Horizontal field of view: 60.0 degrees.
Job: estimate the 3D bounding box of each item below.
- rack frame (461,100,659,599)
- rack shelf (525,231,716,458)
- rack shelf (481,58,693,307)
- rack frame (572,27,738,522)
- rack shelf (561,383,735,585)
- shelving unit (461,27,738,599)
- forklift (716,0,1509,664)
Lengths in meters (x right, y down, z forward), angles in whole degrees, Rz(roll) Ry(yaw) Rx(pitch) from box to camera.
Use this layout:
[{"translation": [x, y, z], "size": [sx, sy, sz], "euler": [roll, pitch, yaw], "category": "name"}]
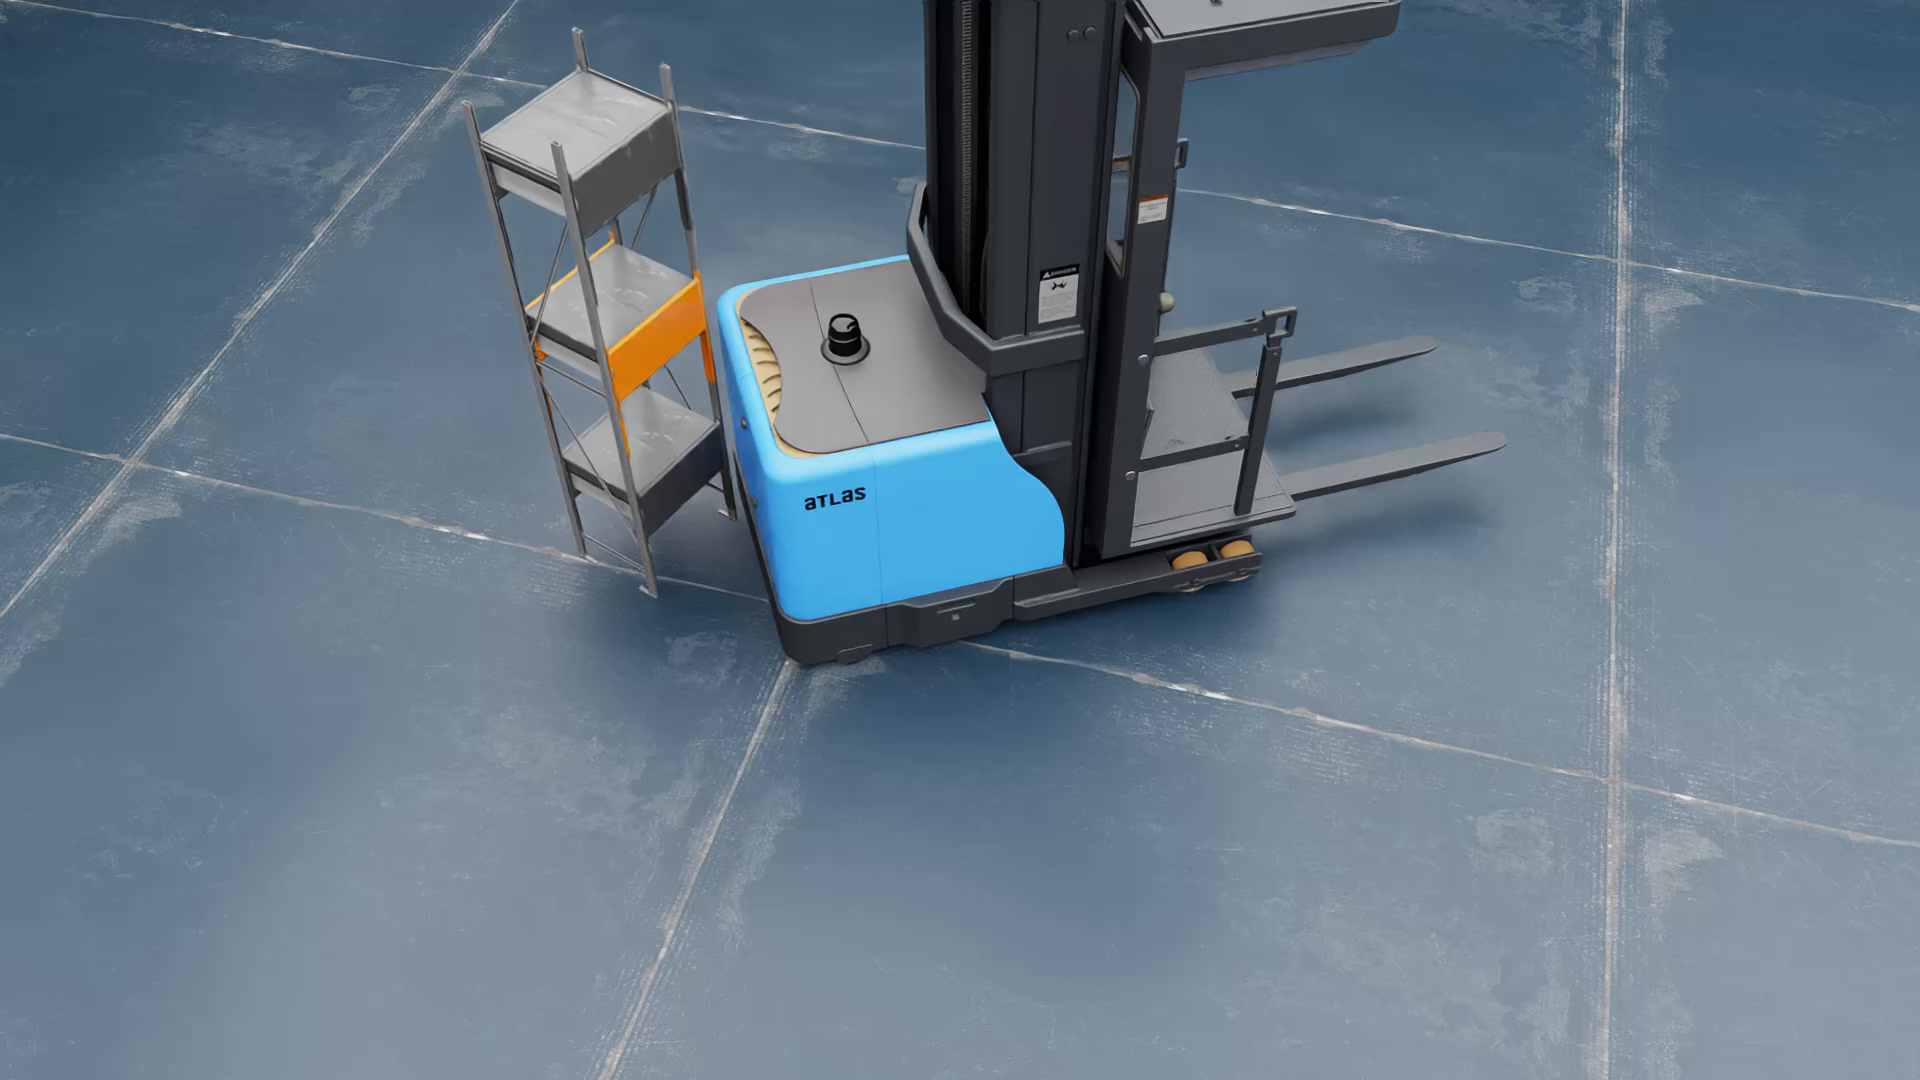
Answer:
[{"translation": [-1.343, -0.552, 5.755], "size": [0.400, 2.100, 0.015], "euler": [27, 54, 22], "category": "rack frame"}, {"translation": [-1.206, -0.694, 5.899], "size": [0.431, 0.518, 0.480], "euler": [27, 54, 22], "category": "rack shelf"}, {"translation": [-1.206, -1.158, 5.375], "size": [0.431, 0.518, 0.480], "euler": [27, 54, 22], "category": "rack shelf"}, {"translation": [-1.070, -0.855, 6.023], "size": [0.400, 2.100, 0.015], "euler": [27, 54, 22], "category": "rack frame"}, {"translation": [-1.206, -0.231, 6.424], "size": [0.431, 0.518, 0.480], "euler": [27, 54, 22], "category": "rack shelf"}, {"translation": [-1.206, -0.703, 5.889], "size": [0.431, 2.100, 0.503], "euler": [27, 54, 22], "category": "shelving unit"}, {"translation": [0.673, -1.138, 5.718], "size": [3.031, 2.935, 1.130], "euler": [-12, 50, -11], "category": "forklift"}]
